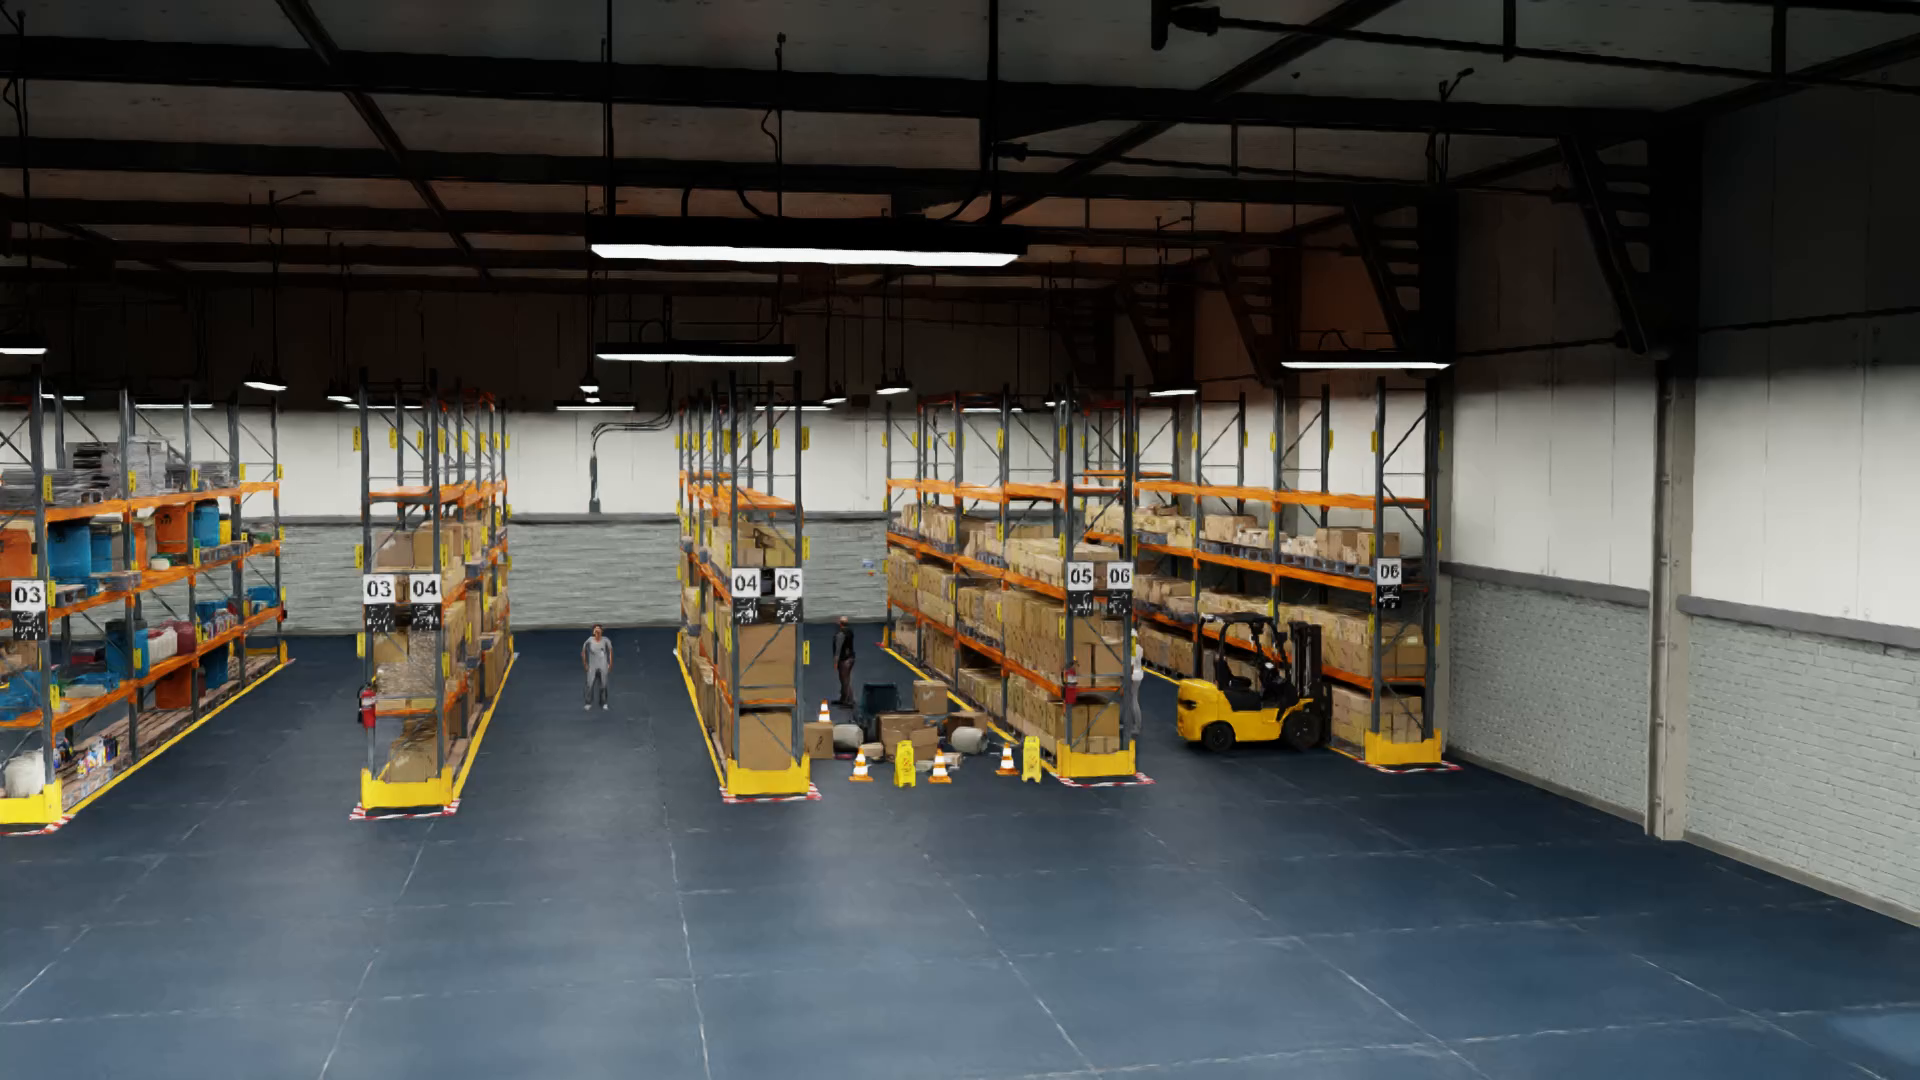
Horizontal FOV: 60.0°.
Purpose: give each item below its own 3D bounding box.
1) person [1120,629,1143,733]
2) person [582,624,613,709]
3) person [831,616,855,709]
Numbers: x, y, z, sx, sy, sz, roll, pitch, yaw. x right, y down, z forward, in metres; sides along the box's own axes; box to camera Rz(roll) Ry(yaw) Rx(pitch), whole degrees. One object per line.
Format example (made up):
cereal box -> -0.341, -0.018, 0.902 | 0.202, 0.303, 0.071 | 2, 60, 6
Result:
person -> 2.904, 2.405, 28.553 | 0.497, 1.765, 0.625 | 1, 4, 19
person -> -6.760, 2.337, 31.023 | 0.580, 1.585, 0.507 | -1, 3, -13
person -> -2.203, 2.278, 31.182 | 0.569, 1.707, 0.628 | 1, 4, 18
